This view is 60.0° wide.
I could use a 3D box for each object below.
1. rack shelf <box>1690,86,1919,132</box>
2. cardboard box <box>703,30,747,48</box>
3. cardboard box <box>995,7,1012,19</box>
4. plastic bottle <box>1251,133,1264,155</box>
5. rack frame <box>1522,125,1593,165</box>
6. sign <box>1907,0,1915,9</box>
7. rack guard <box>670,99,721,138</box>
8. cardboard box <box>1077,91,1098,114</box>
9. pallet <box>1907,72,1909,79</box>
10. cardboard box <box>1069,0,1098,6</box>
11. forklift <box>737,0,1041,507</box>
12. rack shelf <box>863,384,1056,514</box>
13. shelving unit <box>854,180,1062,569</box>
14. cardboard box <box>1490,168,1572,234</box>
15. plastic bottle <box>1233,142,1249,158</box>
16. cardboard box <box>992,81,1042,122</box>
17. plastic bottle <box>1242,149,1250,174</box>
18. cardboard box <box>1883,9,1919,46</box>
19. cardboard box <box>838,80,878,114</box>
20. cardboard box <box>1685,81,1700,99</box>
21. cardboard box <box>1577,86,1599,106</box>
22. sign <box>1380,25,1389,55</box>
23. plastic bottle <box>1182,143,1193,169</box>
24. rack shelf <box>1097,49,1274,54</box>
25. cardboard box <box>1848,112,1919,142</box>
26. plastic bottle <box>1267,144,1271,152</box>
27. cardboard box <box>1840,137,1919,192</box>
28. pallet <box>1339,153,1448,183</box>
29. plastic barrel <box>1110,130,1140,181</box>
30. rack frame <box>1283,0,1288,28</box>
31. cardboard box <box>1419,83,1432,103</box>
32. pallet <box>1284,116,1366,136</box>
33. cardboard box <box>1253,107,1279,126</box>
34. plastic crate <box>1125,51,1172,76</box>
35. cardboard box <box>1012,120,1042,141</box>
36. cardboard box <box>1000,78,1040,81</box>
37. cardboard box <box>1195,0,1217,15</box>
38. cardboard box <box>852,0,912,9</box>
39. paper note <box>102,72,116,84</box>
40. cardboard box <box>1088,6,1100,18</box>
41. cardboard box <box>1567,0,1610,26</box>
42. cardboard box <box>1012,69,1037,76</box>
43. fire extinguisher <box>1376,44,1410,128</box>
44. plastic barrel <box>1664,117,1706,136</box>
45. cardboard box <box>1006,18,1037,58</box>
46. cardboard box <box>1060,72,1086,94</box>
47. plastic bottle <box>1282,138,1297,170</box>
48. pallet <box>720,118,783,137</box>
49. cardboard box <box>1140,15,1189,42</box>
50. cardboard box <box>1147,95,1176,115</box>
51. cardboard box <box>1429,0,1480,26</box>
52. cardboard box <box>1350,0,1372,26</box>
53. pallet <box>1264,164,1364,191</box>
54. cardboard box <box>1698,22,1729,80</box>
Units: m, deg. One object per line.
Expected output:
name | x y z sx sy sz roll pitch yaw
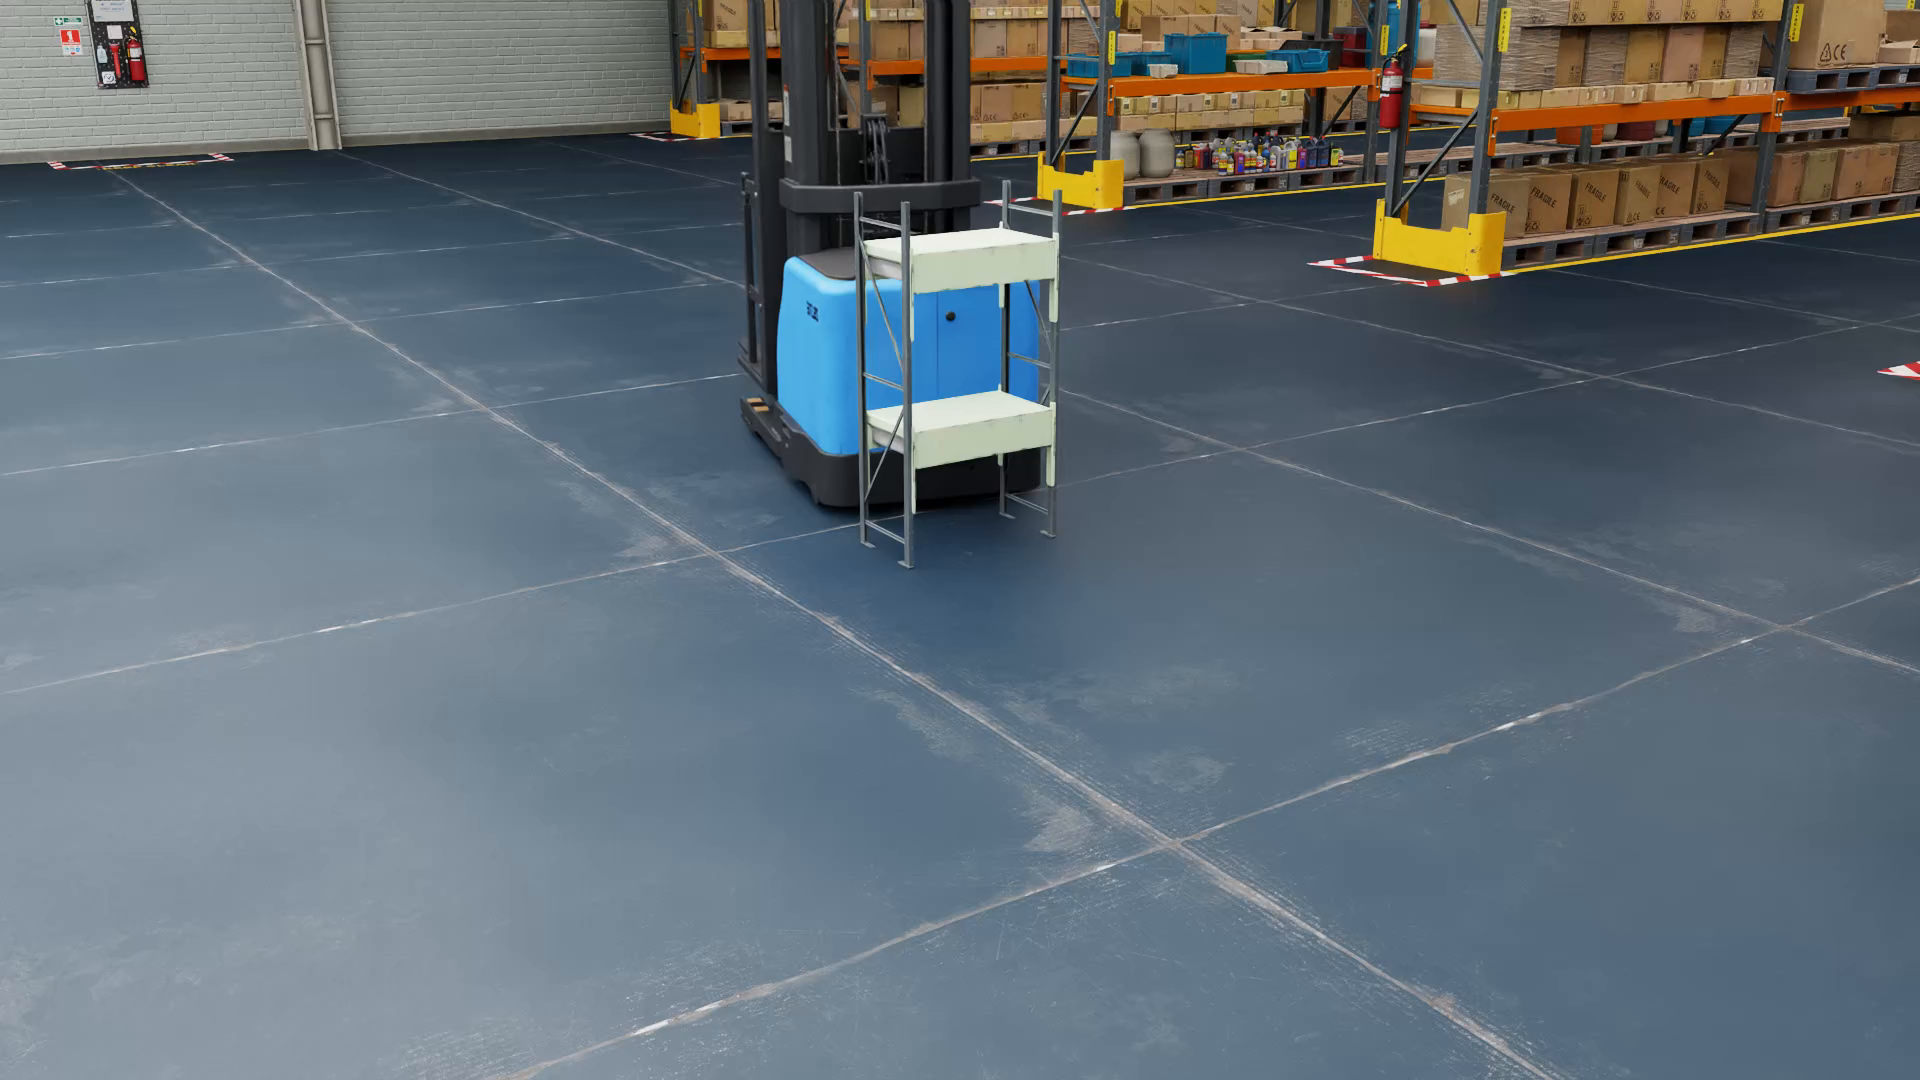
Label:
rack shelf | 8.997 -4.470 16.906 4.000 0.370 1.077 -12 22 -31
cardboard box | -3.604 -7.668 25.446 0.500 0.250 0.500 -13 22 -33
cardboard box | 0.491 -7.087 22.356 0.250 0.149 0.380 -11 22 -30
plastic bottle | 3.543 -4.672 19.831 0.185 0.351 0.144 -13 23 -34
rack frame | 7.944 -6.488 21.751 0.127 3.000 1.000 -12 22 -31
sign | 10.360 -5.859 18.085 0.005 0.325 0.100 -12 22 -31
rack guard | -4.123 -6.558 25.862 0.348 0.500 1.175 -12 22 -31
cardboard box | 2.062 -6.419 24.310 0.500 0.311 0.500 -12 22 -31
pallet | 10.131 -4.918 17.408 1.003 0.211 1.213 -12 22 -31
cardboard box | 1.515 -7.691 23.128 0.500 0.500 0.700 -12 22 -31
forklift | -0.561 -1.972 8.500 1.130 2.935 3.031 -6 20 -17
rack shelf | -0.006 -0.400 7.106 0.720 0.370 0.431 -12 22 -31
shelving unit | -0.006 -0.709 7.001 0.755 1.500 0.431 -12 22 -31
cardboard box | 4.997 -2.989 14.648 0.500 0.500 0.500 -6 20 -17
plastic bottle | 3.290 -4.527 19.517 0.135 0.276 0.152 -12 22 -31
cardboard box | 0.775 -6.046 22.912 0.500 0.500 0.500 -12 22 -31
plastic bottle | 3.234 -4.291 18.827 0.097 0.271 0.097 0 19 0
cardboard box | 9.827 -5.178 17.067 0.500 0.500 0.700 -8 20 -23
cardboard box | -1.691 -7.264 27.263 0.500 0.500 0.500 -14 23 -35
cardboard box | 6.424 -4.071 14.995 0.250 0.149 0.380 -12 22 -31
cardboard box | 5.202 -3.792 14.170 0.250 0.149 0.380 -12 22 -31
sign | 4.896 -5.765 19.182 0.005 0.325 0.100 -12 22 -31
plastic bottle | 2.642 -4.466 19.327 0.133 0.283 0.061 -11 22 -30
rack shelf | 3.552 -7.120 24.746 4.000 0.370 1.077 -12 22 -31
cardboard box | 9.687 -4.320 17.385 0.500 0.250 0.500 -9 21 -25
plastic bottle | 3.596 -4.424 19.203 0.133 0.283 0.061 -12 22 -31
cardboard box | 9.663 -3.963 17.499 0.500 0.500 0.700 -14 23 -36
pallet | 5.237 -4.611 20.554 1.213 0.211 1.003 -12 22 -31
plastic barrel | 1.770 -4.235 18.318 0.421 0.512 0.421 0 19 0
rack frame | 5.836 -9.842 31.674 0.127 3.000 1.000 -12 22 -31
cardboard box | 7.472 -7.205 27.091 0.500 0.500 0.500 -12 22 -31
pallet | 5.867 -6.614 26.478 1.213 0.211 1.003 -12 22 -31
cardboard box | 4.489 -6.460 25.307 0.500 0.250 0.500 -12 22 -32
plastic crate | 2.061 -5.289 18.439 0.408 0.251 0.499 -12 22 -31
cardboard box | 0.782 -5.688 23.022 0.500 0.250 0.500 -12 22 -31
cardboard box | 0.909 -6.272 23.581 0.500 0.500 0.500 -12 22 -31
cardboard box | 4.329 -9.623 30.374 0.500 0.500 0.500 -11 22 -30
cardboard box | -1.018 -7.154 21.541 0.500 0.500 0.700 -12 22 -31
paper note | -11.359 -6.171 22.191 0.142 0.148 0.016 -12 22 -31
cardboard box | 1.772 -7.358 23.157 0.250 0.149 0.380 -12 22 -31
cardboard box | 5.017 -4.526 13.767 0.500 0.500 0.500 -12 22 -31
cardboard box | 0.985 -8.201 28.864 0.500 0.250 0.500 -12 22 -32
fire extinguisher | 3.637 -3.820 13.982 0.183 0.674 0.296 -12 22 -31
plastic barrel | 10.229 -6.181 23.465 0.708 0.901 0.600 -12 22 -31
cardboard box | 0.656 -6.894 22.798 0.500 0.500 0.700 -12 22 -31
cardboard box | 1.922 -8.021 29.503 0.500 0.500 0.700 -12 22 -31
plastic bottle | 3.793 -4.455 19.189 0.185 0.351 0.144 -12 22 -32
pallet | -3.425 -6.555 26.303 1.213 0.211 1.003 -12 22 -31
cardboard box | 2.972 -7.380 24.234 0.500 0.500 0.500 -10 21 -28
cardboard box | 2.785 -6.364 24.147 0.500 0.311 0.500 -12 22 -32
cardboard box | 4.310 -4.579 13.923 0.500 0.500 0.500 -12 22 -31
cardboard box | 6.555 -8.311 26.332 0.500 0.500 0.700 -8 20 -21
pallet | 4.019 -4.355 19.797 1.213 0.211 1.003 -12 22 -31
cardboard box | 6.480 -4.505 15.267 0.500 0.500 0.875 -12 22 -31
